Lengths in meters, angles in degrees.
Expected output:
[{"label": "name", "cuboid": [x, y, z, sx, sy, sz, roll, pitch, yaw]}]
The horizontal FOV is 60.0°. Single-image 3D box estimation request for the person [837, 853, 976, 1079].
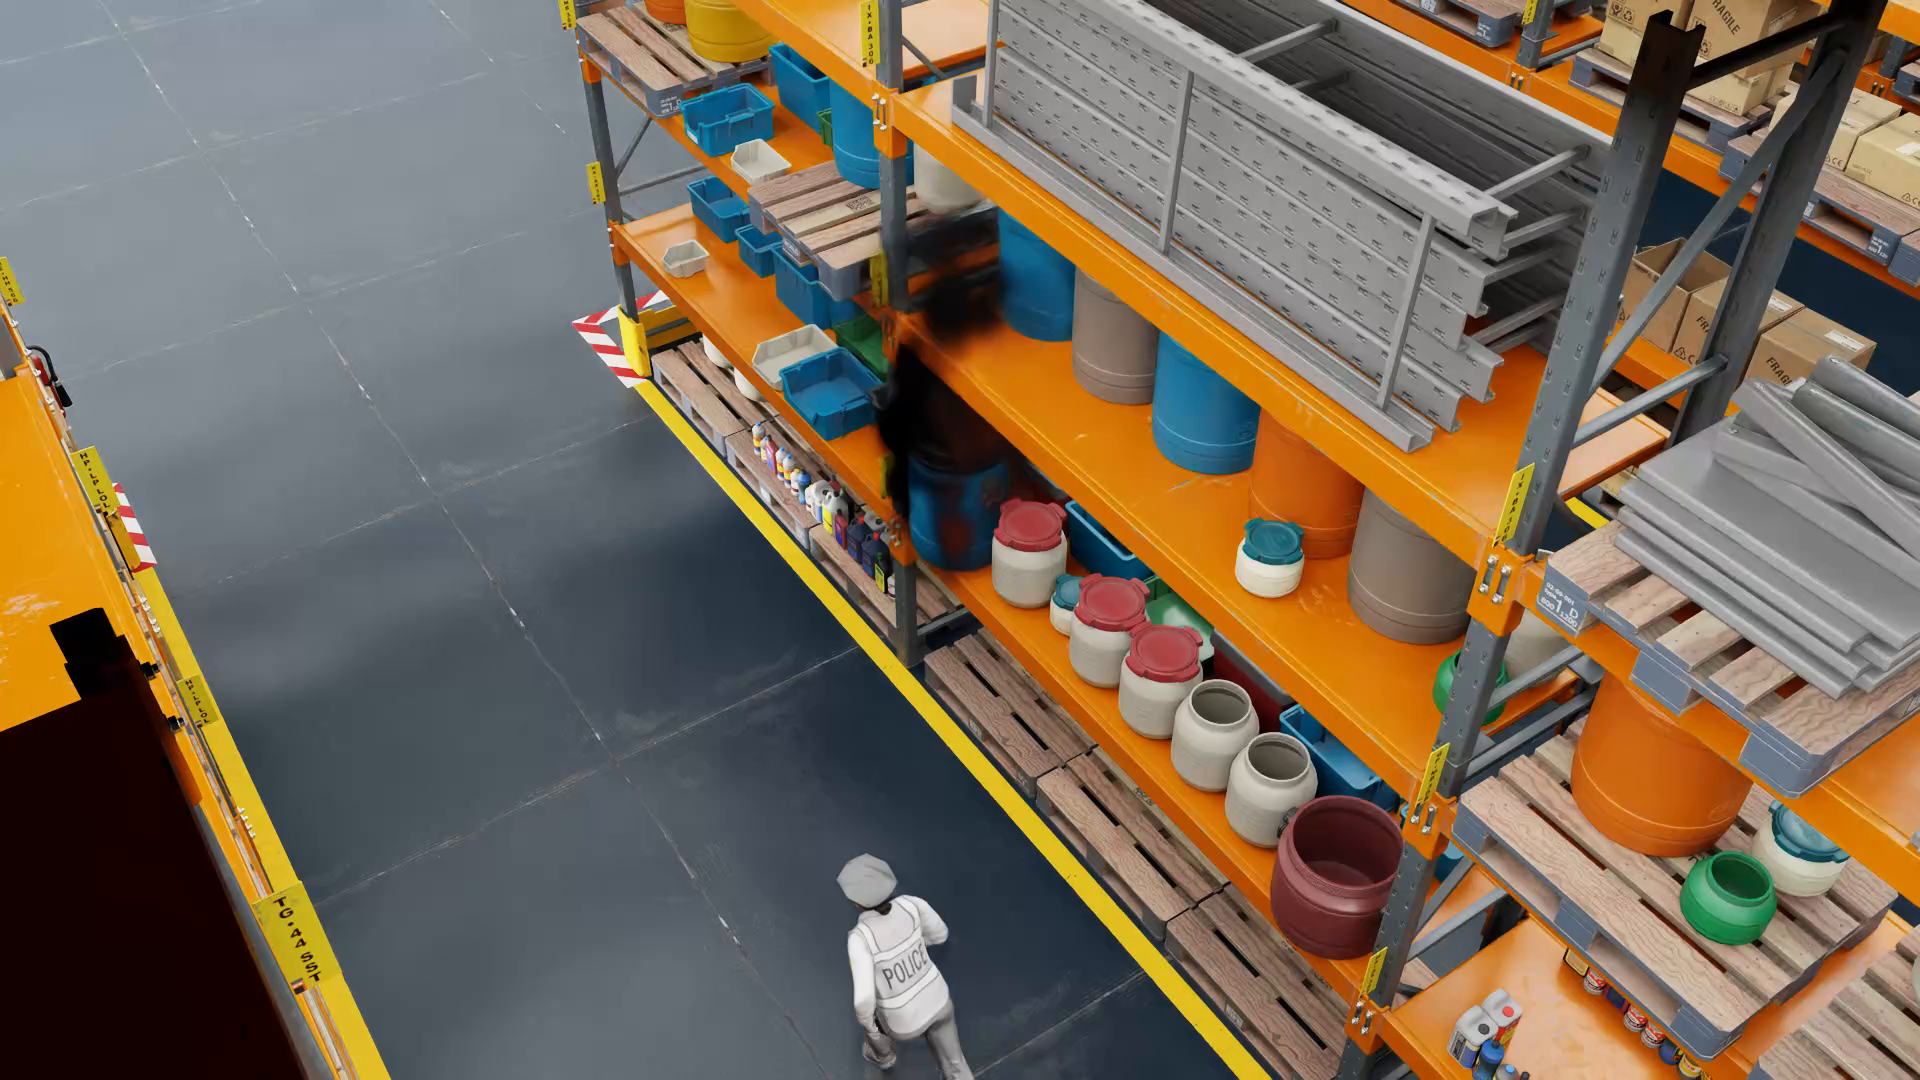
[{"label": "person", "cuboid": [-0.199, 2.270, 7.828, 0.953, 1.598, 0.659, 33, 52, 31]}]
